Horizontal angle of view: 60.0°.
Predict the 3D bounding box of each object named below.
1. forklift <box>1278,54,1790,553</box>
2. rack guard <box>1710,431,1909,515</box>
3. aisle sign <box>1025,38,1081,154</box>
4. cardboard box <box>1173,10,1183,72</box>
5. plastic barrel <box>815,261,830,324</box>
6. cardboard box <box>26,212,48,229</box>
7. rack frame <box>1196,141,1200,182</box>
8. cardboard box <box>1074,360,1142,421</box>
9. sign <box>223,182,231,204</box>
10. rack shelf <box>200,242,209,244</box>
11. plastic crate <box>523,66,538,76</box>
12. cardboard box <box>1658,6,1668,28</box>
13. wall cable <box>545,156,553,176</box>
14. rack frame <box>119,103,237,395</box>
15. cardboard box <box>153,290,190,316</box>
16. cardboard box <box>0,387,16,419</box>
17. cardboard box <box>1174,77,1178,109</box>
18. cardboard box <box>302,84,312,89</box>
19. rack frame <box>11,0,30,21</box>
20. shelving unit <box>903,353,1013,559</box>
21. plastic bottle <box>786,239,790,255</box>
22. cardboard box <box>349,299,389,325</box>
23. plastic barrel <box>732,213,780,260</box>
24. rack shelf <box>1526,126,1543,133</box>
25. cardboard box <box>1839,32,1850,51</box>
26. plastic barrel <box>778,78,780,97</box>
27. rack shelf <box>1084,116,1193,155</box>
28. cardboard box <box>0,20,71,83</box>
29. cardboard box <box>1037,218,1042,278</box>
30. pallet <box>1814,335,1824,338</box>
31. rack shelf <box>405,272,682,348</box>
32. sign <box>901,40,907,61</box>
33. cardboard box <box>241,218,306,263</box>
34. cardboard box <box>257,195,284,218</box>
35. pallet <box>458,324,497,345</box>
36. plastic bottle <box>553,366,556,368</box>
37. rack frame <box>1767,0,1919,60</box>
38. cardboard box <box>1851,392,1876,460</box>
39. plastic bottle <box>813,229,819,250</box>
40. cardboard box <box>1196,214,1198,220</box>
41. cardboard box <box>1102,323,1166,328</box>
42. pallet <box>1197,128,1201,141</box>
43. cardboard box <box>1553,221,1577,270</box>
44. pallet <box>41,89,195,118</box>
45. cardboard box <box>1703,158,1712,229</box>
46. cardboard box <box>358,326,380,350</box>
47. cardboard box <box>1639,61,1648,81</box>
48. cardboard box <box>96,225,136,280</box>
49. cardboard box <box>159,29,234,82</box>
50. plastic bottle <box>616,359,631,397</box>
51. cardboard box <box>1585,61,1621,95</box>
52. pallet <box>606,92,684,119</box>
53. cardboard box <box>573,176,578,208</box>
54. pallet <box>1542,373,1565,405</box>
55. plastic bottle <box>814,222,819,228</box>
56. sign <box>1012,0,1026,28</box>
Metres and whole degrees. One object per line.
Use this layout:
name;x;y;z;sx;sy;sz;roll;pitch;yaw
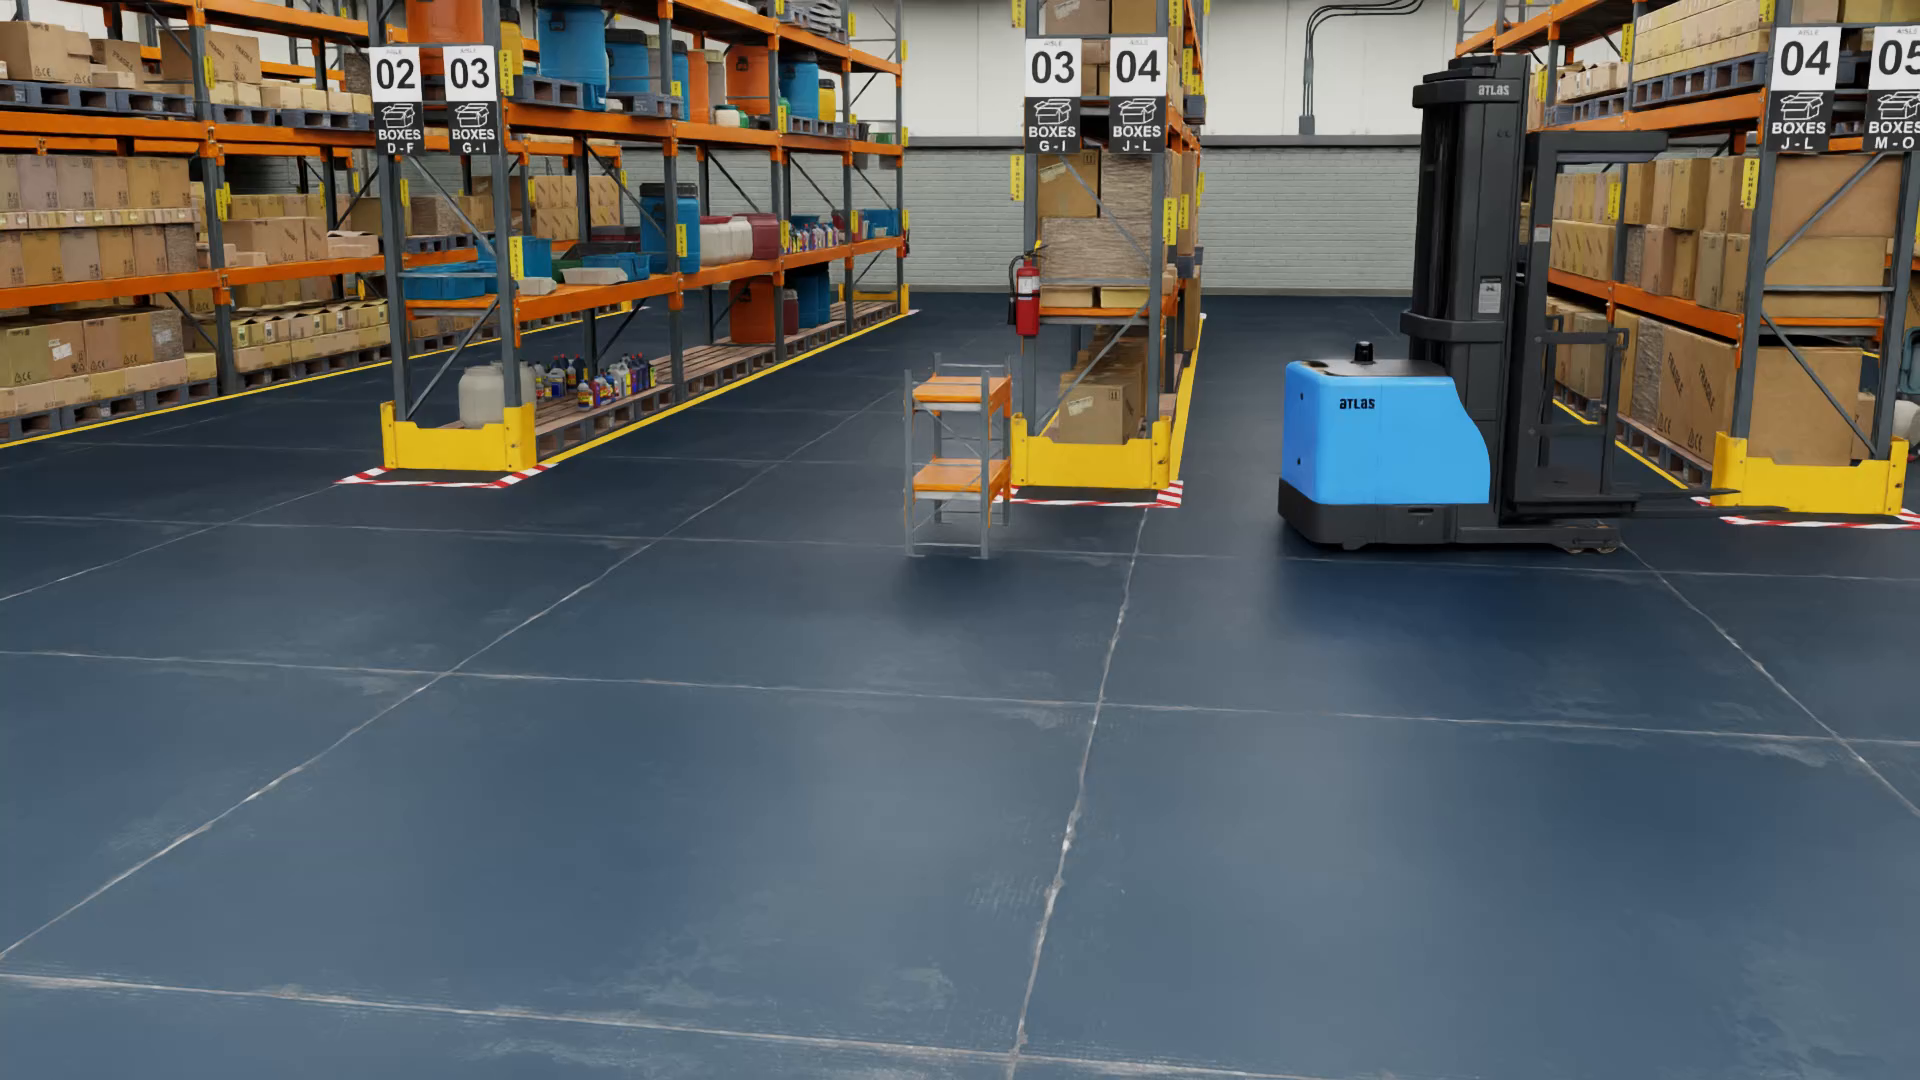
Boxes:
forklift;3.628;-1.463;10.323;3.031;2.935;1.130;0;12;-2
rack guard;5.845;-0.466;11.471;1.175;0.500;0.348;2;12;9
aisle sign;0.657;-3.143;11.786;0.394;0.787;0.004;2;12;9
cardboard box;1.761;-4.511;15.055;0.500;0.500;0.500;2;12;7
plastic barrel;-2.186;-3.600;24.064;0.600;0.901;0.708;2;12;9
cardboard box;-8.394;-2.853;14.833;0.380;0.149;0.250;1;12;7
rack frame;3.424;-5.206;27.529;1.000;3.000;0.127;2;12;9
cardboard box;1.249;-1.243;14.079;0.500;0.500;0.500;3;13;14
sign;-11.337;-5.366;25.714;0.100;0.325;0.005;2;12;9
rack shelf;-12.182;-4.087;24.044;1.077;0.370;4.000;2;12;9
plastic crate;-3.935;-3.901;14.392;0.392;0.384;0.575;2;12;9
cardboard box;5.956;-4.290;13.630;0.380;0.149;0.250;2;12;8
wall cable;-10.036;-8.268;34.868;3.097;2.526;0.112;2;12;9
rack frame;-8.209;-3.030;17.431;1.000;3.000;0.127;2;12;9
cardboard box;-11.980;-3.684;24.576;0.750;0.750;0.750;2;12;10
cardboard box;-8.522;-1.163;14.297;0.500;0.250;0.500;2;12;9
cardboard box;1.521;-3.679;13.681;0.500;0.250;0.500;2;12;10
cardboard box;-11.190;-7.436;28.100;0.500;0.500;0.500;2;12;10
rack frame;-12.490;-6.955;21.404;1.000;3.000;0.127;2;12;9
shelving unit;0.001;-0.551;10.381;0.538;1.125;1.048;2;12;9
plastic bottle;-2.219;-3.791;21.239;0.061;0.283;0.133;2;12;9
cardboard box;-7.432;-2.881;20.938;0.500;0.311;0.500;2;12;10
plastic barrel;-2.472;-3.661;20.038;0.600;0.536;0.708;2;12;9
rack shelf;7.387;-4.890;20.650;1.077;0.370;4.000;2;12;9
cardboard box;6.257;-3.405;11.416;0.380;0.149;0.250;2;12;9
plastic barrel;-2.577;-5.813;21.907;0.433;0.535;0.433;0;12;0
rack shelf;1.886;-4.239;17.630;1.077;0.370;4.000;2;12;9
cardboard box;-8.299;-4.323;14.745;0.500;0.500;0.500;2;12;9
cardboard box;1.033;-2.291;13.061;0.875;0.500;0.500;2;12;9
pallet;12.980;-3.099;24.374;1.003;0.211;1.213;2;12;9
rack shelf;-3.623;-2.100;14.827;1.077;0.370;4.000;2;12;9
sign;-0.924;-8.127;27.609;0.100;0.325;0.005;2;12;9
cardboard box;-7.917;-3.452;19.153;0.500;0.500;0.500;2;12;9
cardboard box;-11.657;-5.265;27.094;0.980;0.700;0.700;2;12;7
pallet;-7.252;-2.906;23.479;1.003;0.211;1.213;2;12;9
plastic bottle;-3.864;-1.524;15.877;0.097;0.271;0.097;0;12;0
rack frame;5.849;-4.626;10.599;1.000;3.000;0.127;2;12;9
cardboard box;7.239;-0.949;13.704;0.500;0.500;0.500;4;13;18
plastic bottle;-2.017;-4.123;22.800;0.152;0.276;0.135;2;12;9
cardboard box;3.533;-5.063;26.516;0.500;0.250;0.500;2;12;8
cardboard box;1.872;-2.043;17.743;0.700;0.500;0.500;1;12;4
pallet;3.320;-6.474;26.505;1.003;0.211;1.213;2;12;9
cardboard box;6.590;-3.112;17.576;0.500;0.500;0.500;2;12;9
pallet;-8.315;-4.274;16.297;1.003;0.211;1.213;2;12;9
cardboard box;6.158;-2.600;12.520;0.875;0.550;0.550;2;12;9
cardboard box;-7.510;-2.499;20.497;0.500;0.250;0.500;2;12;8
cardboard box;6.034;-4.005;14.200;0.380;0.149;0.250;2;12;9
cardboard box;-8.427;-2.772;15.997;0.700;0.500;0.500;2;12;9
cardboard box;-8.076;-5.122;17.598;0.500;0.500;0.500;2;12;9
plastic bottle;-3.209;-1.538;15.753;0.144;0.351;0.185;2;12;8
cardboard box;6.516;-4.575;16.460;0.500;0.311;0.500;1;12;7
pallet;-3.330;-4.089;15.675;1.213;0.211;1.003;2;12;9
cardboard box;-6.392;-5.644;26.949;0.500;0.500;0.500;2;12;10
pallet;6.693;-1.581;17.327;1.003;0.211;1.213;2;12;9
plastic bottle;-2.046;-4.312;23.500;0.144;0.351;0.185;2;12;9
sign;0.418;-3.797;11.768;0.100;0.325;0.005;2;12;9
